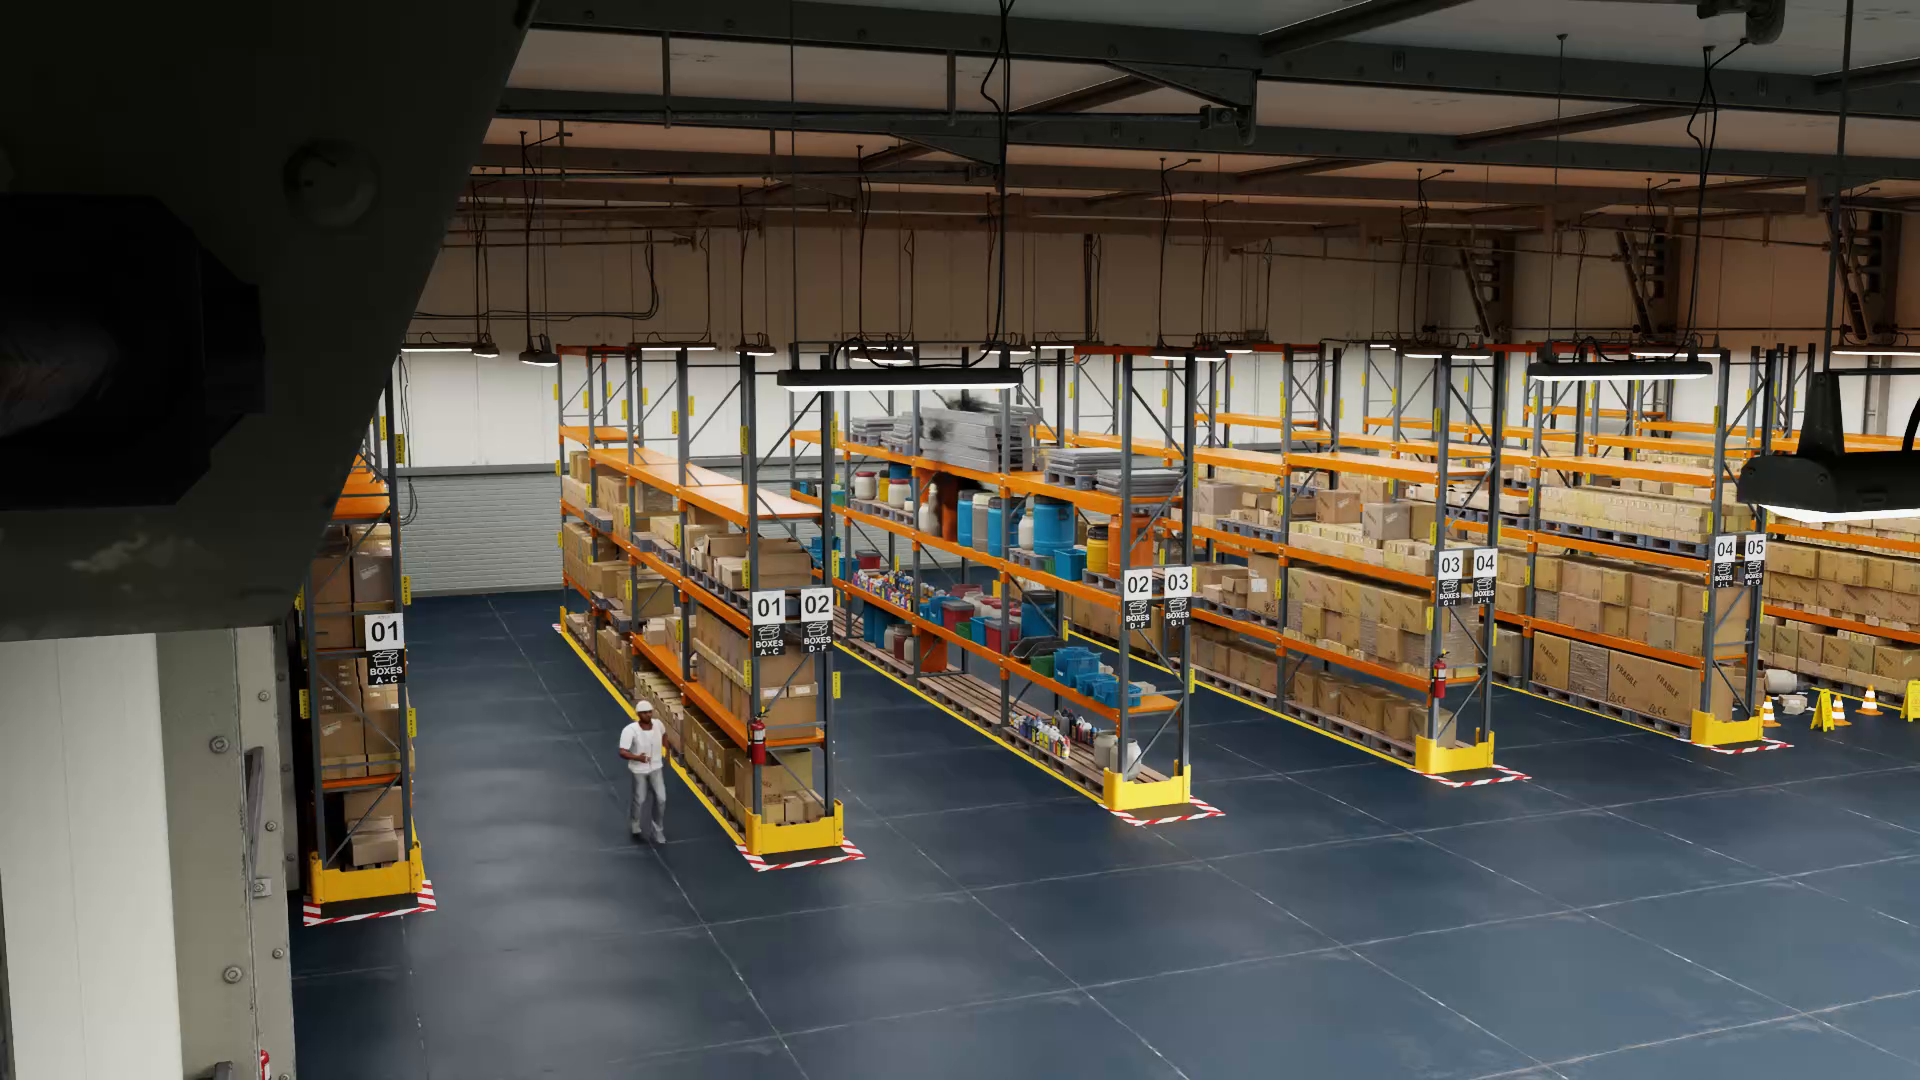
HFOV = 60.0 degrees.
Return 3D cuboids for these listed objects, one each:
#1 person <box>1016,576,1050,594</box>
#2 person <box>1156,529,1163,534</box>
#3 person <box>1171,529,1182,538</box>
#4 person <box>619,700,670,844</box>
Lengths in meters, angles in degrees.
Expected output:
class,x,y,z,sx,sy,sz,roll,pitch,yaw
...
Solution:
class,x,y,z,sx,sy,sz,roll,pitch,yaw
person,1.474,1.175,31.700,0.673,1.813,0.825,-4,8,-31
person,4.652,0.555,38.931,0.595,1.674,0.779,-1,7,-10
person,5.226,0.247,41.182,0.757,1.794,0.732,-6,9,-39
person,-3.863,2.877,20.538,0.726,1.839,0.744,-5,9,-33
